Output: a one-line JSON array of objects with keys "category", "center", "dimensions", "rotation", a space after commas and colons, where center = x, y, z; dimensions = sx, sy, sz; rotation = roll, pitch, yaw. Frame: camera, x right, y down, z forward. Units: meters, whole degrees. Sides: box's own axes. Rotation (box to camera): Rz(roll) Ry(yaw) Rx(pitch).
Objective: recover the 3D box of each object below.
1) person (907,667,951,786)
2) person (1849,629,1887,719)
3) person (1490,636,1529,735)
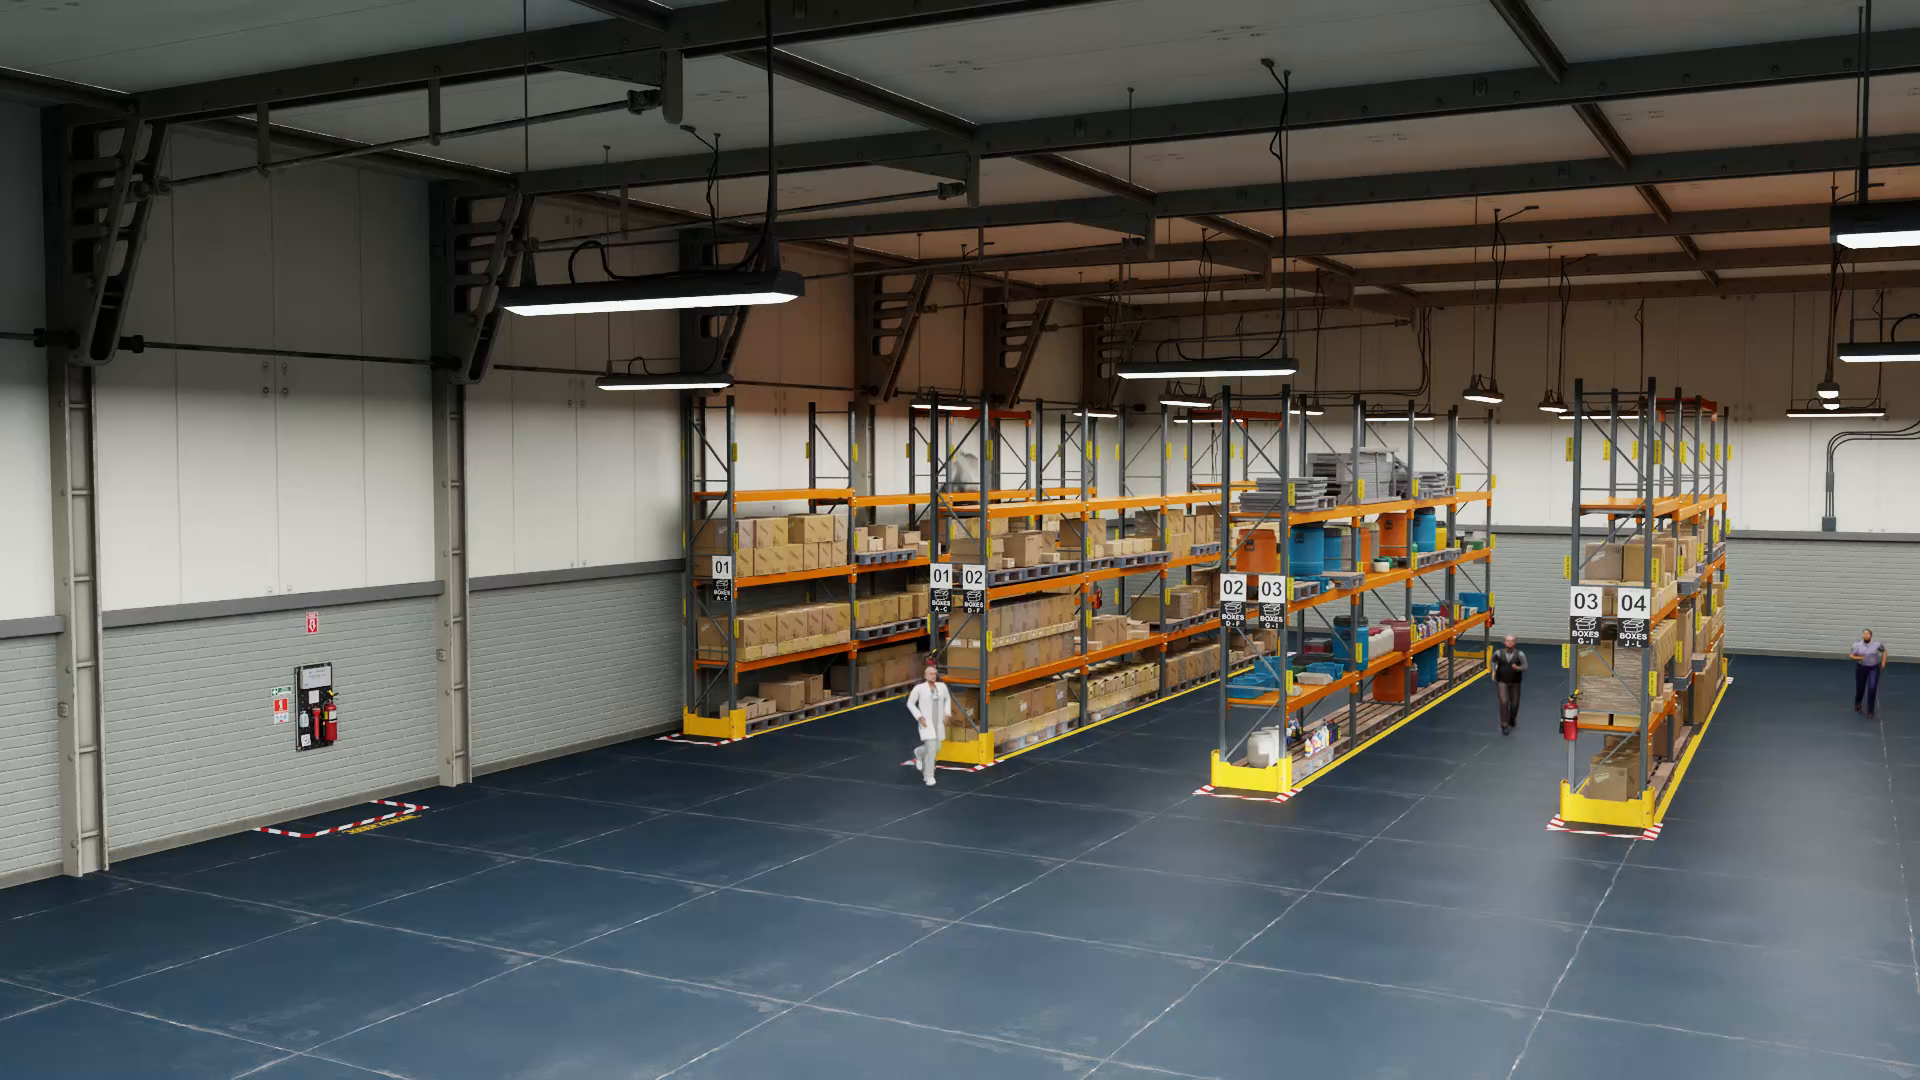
[{"category": "person", "center": [-0.482, 2.802, 25.334], "dimensions": [0.727, 1.772, 0.753], "rotation": [-2, 3, -27]}, {"category": "person", "center": [17.254, 2.528, 31.619], "dimensions": [0.612, 1.676, 0.909], "rotation": [2, 3, 31]}, {"category": "person", "center": [9.789, 2.557, 29.652], "dimensions": [0.656, 1.707, 0.969], "rotation": [1, 3, 15]}]
